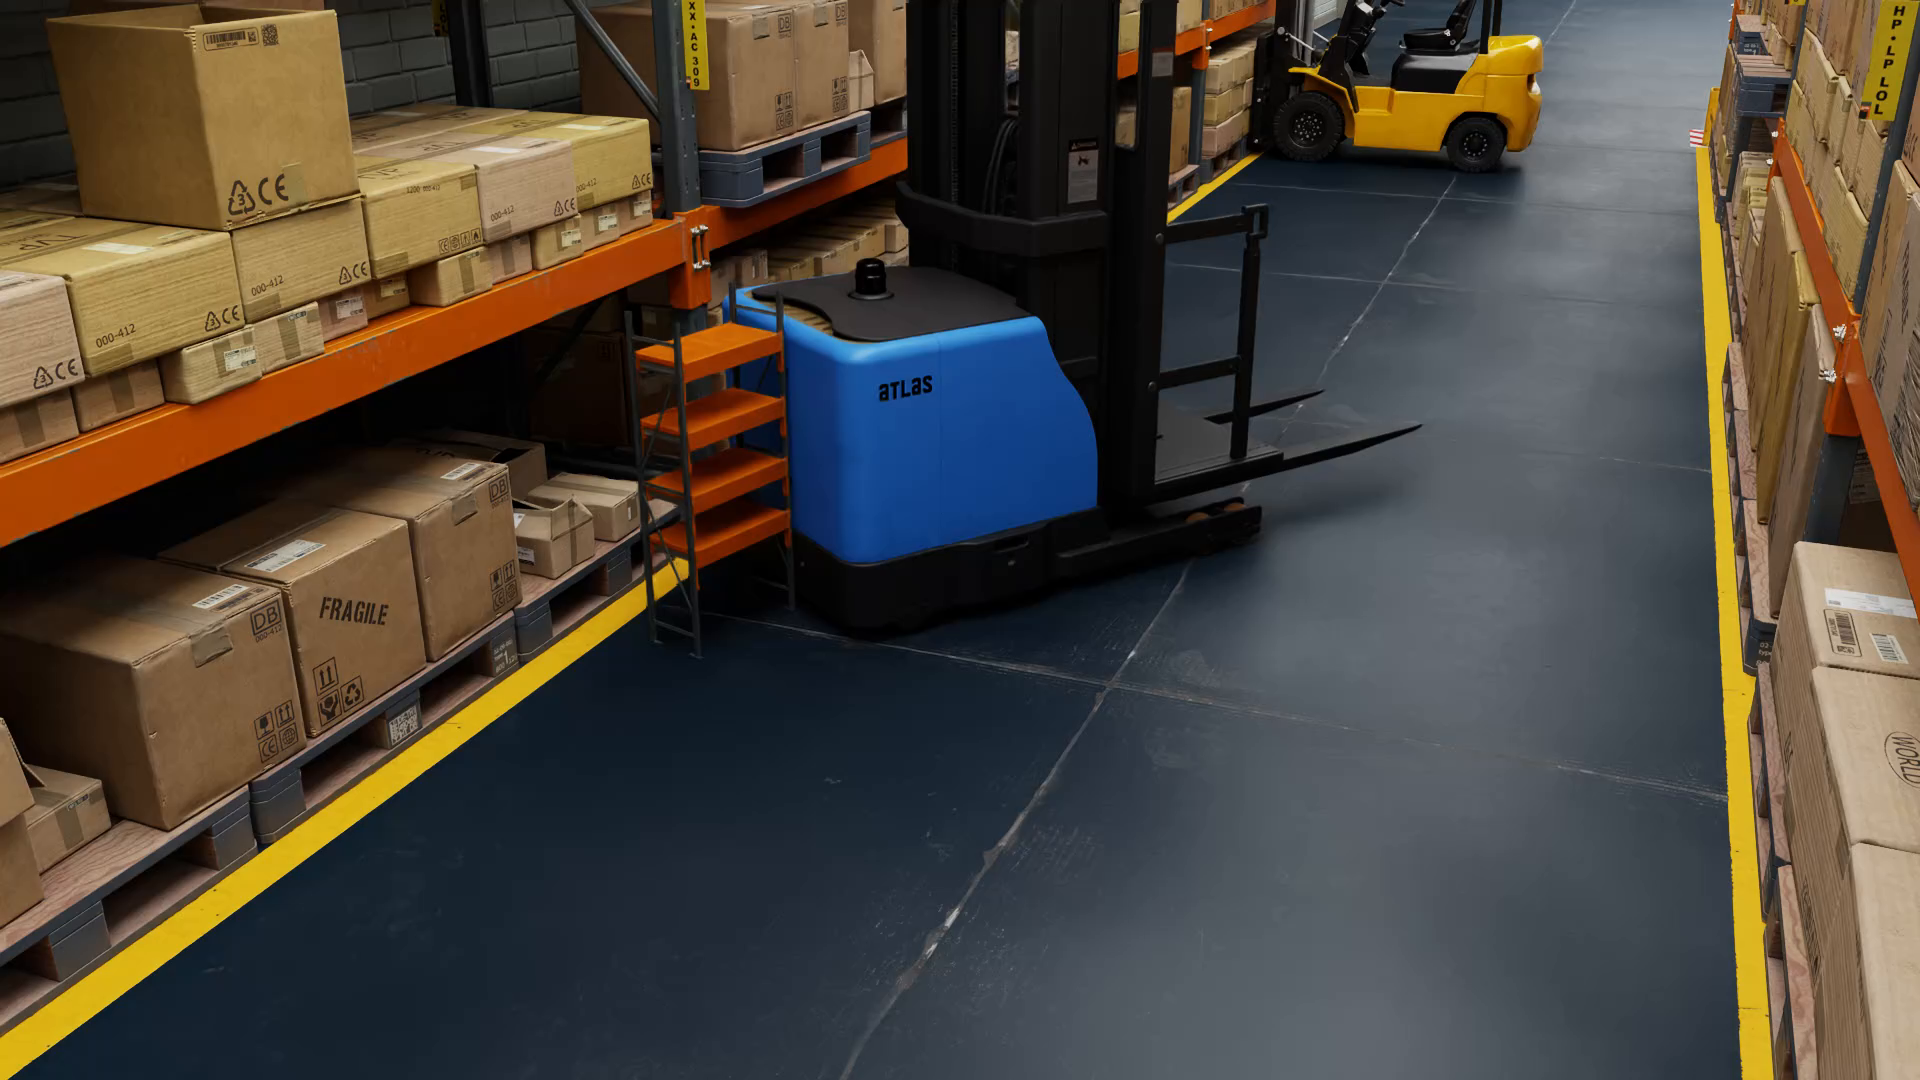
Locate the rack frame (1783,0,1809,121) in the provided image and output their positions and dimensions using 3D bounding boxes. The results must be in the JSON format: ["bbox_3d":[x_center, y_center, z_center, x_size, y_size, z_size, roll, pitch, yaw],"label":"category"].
[{"bbox_3d":[4.619,-2.212,8.154,1.000,3.000,0.127,9,24,20],"label":"rack frame"}]

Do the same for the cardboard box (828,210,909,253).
[{"bbox_3d":[-0.458,-1.578,8.492,0.380,0.149,0.250,8,24,18],"label":"cardboard box"}]

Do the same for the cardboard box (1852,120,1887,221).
[{"bbox_3d":[3.071,-1.135,5.121,0.500,0.250,0.500,9,24,20],"label":"cardboard box"}]

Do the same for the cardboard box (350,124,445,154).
[{"bbox_3d":[-2.091,-1.239,5.633,0.500,0.250,0.500,9,24,20],"label":"cardboard box"}]

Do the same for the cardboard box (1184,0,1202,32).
[{"bbox_3d":[1.550,-4.066,12.787,0.500,0.250,0.500,9,24,21],"label":"cardboard box"}]

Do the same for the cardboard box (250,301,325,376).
[{"bbox_3d":[-1.982,-0.572,4.554,0.380,0.149,0.250,9,24,21],"label":"cardboard box"}]

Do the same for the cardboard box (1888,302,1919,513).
[{"bbox_3d":[2.334,-0.340,3.542,0.500,0.500,0.500,9,24,20],"label":"cardboard box"}]

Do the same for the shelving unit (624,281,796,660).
[{"bbox_3d":[-0.850,-0.244,5.776,0.258,1.200,0.503,16,27,33],"label":"shelving unit"}]

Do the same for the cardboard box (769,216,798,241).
[{"bbox_3d":[-1.044,-1.558,8.445,0.380,0.149,0.250,8,24,18],"label":"cardboard box"}]

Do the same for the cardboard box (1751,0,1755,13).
[{"bbox_3d":[6.224,-4.207,12.414,0.500,0.500,0.500,10,25,22],"label":"cardboard box"}]

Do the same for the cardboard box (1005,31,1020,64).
[{"bbox_3d":[0.121,-2.709,9.125,0.380,0.149,0.250,9,24,21],"label":"cardboard box"}]

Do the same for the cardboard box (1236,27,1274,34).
[{"bbox_3d":[2.915,-4.778,16.021,0.500,0.250,0.500,9,24,21],"label":"cardboard box"}]

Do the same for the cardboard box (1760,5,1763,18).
[{"bbox_3d":[5.606,-3.569,11.183,0.380,0.149,0.250,9,24,21],"label":"cardboard box"}]

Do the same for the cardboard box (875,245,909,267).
[{"bbox_3d":[-0.512,-1.226,8.491,0.500,0.500,0.500,8,24,18],"label":"cardboard box"}]

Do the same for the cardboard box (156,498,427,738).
[{"bbox_3d":[-2.005,0.221,5.029,0.500,0.500,0.500,9,24,21],"label":"cardboard box"}]

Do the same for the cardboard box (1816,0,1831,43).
[{"bbox_3d":[4.033,-2.399,7.175,0.500,0.500,0.500,9,24,20],"label":"cardboard box"}]

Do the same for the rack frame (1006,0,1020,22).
[{"bbox_3d":[0.009,-2.921,9.852,1.000,3.000,0.127,9,24,20],"label":"rack frame"}]

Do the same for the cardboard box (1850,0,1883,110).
[{"bbox_3d":[3.251,-1.670,5.430,0.500,0.500,0.500,9,24,21],"label":"cardboard box"}]

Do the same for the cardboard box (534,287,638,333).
[{"bbox_3d":[-1.608,-1.003,7.115,0.380,0.149,0.250,8,24,18],"label":"cardboard box"}]

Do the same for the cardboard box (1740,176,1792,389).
[{"bbox_3d":[4.285,-1.190,7.919,0.875,0.875,0.875,9,24,20],"label":"cardboard box"}]

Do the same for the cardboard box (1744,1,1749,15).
[{"bbox_3d":[6.500,-4.235,13.323,0.380,0.149,0.250,9,24,21],"label":"cardboard box"}]

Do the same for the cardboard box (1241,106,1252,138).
[{"bbox_3d":[2.333,-3.774,14.915,0.500,0.250,0.500,9,24,21],"label":"cardboard box"}]

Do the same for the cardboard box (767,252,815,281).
[{"bbox_3d":[-0.891,-1.224,7.644,0.380,0.149,0.250,8,24,19],"label":"cardboard box"}]

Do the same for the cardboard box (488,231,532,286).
[{"bbox_3d":[-1.634,-0.941,5.437,0.380,0.149,0.250,9,24,21],"label":"cardboard box"}]

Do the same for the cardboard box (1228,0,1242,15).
[{"bbox_3d":[2.080,-4.709,14.002,0.500,0.500,0.500,9,24,21],"label":"cardboard box"}]

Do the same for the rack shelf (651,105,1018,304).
[{"bbox_3d":[-0.734,-1.874,8.277,1.077,0.370,4.000,9,24,20],"label":"rack shelf"}]

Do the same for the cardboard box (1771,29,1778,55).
[{"bbox_3d":[4.708,-2.733,9.182,0.380,0.149,0.250,8,24,18],"label":"cardboard box"}]

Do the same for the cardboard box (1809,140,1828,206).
[{"bbox_3d":[3.649,-1.454,6.533,0.500,0.250,0.500,9,24,20],"label":"cardboard box"}]

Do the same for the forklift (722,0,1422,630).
[{"bbox_3d":[0.612,-1.450,6.418,3.031,2.935,1.130,-14,27,-30],"label":"forklift"}]

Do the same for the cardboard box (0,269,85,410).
[{"bbox_3d":[-2.357,-0.431,3.698,0.500,0.250,0.500,9,24,21],"label":"cardboard box"}]

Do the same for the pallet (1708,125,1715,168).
[{"bbox_3d":[7.228,-3.475,14.796,1.003,0.211,1.213,9,24,20],"label":"pallet"}]

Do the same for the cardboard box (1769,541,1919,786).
[{"bbox_3d":[2.800,0.417,4.639,0.875,0.438,0.875,8,24,19],"label":"cardboard box"}]

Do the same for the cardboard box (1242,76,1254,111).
[{"bbox_3d":[2.344,-3.996,14.799,0.500,0.250,0.500,9,24,20],"label":"cardboard box"}]

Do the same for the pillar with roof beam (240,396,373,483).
[{"bbox_3d":[1.425,-3.522,3.506,9.100,9.000,0.400,9,24,20],"label":"pillar with roof beam"}]

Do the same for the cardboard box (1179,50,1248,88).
[{"bbox_3d":[2.165,-4.049,14.277,0.500,0.250,0.500,9,24,20],"label":"cardboard box"}]

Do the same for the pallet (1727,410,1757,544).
[{"bbox_3d":[3.801,-0.219,7.000,1.003,0.211,1.213,9,24,20],"label":"pallet"}]

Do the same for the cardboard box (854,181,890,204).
[{"bbox_3d":[-0.616,-1.927,9.329,0.380,0.149,0.250,9,24,21],"label":"cardboard box"}]

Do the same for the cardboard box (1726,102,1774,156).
[{"bbox_3d":[6.075,-3.165,12.484,0.500,0.500,0.500,8,24,19],"label":"cardboard box"}]

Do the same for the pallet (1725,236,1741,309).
[{"bbox_3d":[5.365,-1.640,10.402,1.003,0.211,1.213,9,24,20],"label":"pallet"}]

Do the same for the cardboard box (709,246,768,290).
[{"bbox_3d":[-1.045,-1.157,7.099,0.380,0.149,0.250,8,24,17],"label":"cardboard box"}]

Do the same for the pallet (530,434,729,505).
[{"bbox_3d":[-1.210,-0.500,7.673,1.003,0.211,1.213,9,24,20],"label":"pallet"}]

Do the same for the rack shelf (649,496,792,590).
[{"bbox_3d":[-0.850,0.002,5.879,0.258,0.148,0.480,16,27,33],"label":"rack shelf"}]

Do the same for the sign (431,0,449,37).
[{"bbox_3d":[-1.993,-2.102,6.389,0.100,0.325,0.005,9,24,20],"label":"sign"}]

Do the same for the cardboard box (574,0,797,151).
[{"bbox_3d":[-1.089,-1.871,6.663,0.700,0.500,0.500,9,24,21],"label":"cardboard box"}]

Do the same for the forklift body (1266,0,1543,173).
[{"bbox_3d":[3.970,-4.453,14.620,2.313,2.155,1.214,9,24,20],"label":"forklift body"}]

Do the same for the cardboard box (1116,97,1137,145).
[{"bbox_3d":[1.016,-2.986,12.543,0.875,0.625,0.625,9,24,20],"label":"cardboard box"}]

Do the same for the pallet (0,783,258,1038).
[{"bbox_3d":[-2.639,0.916,4.284,1.003,0.211,1.213,9,24,20],"label":"pallet"}]

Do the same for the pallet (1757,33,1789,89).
[{"bbox_3d":[5.316,-2.838,9.901,1.003,0.211,1.213,9,24,20],"label":"pallet"}]

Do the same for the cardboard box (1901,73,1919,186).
[{"bbox_3d":[2.731,-1.152,4.190,0.500,0.500,0.500,9,24,20],"label":"cardboard box"}]

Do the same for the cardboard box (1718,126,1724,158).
[{"bbox_3d":[6.456,-3.192,13.522,0.500,0.250,0.500,9,24,21],"label":"cardboard box"}]

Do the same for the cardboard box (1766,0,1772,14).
[{"bbox_3d":[5.102,-3.354,9.828,0.500,0.500,0.500,8,24,18],"label":"cardboard box"}]

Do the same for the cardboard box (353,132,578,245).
[{"bbox_3d":[-1.612,-1.159,5.443,0.500,0.250,0.500,9,24,20],"label":"cardboard box"}]

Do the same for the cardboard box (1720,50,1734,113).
[{"bbox_3d":[6.836,-3.901,14.246,0.500,0.500,0.500,8,24,18],"label":"cardboard box"}]

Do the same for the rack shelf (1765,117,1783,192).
[{"bbox_3d":[5.362,-2.596,10.006,1.077,0.370,4.000,9,24,20],"label":"rack shelf"}]

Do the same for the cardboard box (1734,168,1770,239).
[{"bbox_3d":[5.648,-2.179,10.939,0.950,0.372,0.625,10,25,23],"label":"cardboard box"}]

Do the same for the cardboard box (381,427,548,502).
[{"bbox_3d":[-1.942,-0.241,6.378,0.500,0.311,0.500,10,25,22],"label":"cardboard box"}]

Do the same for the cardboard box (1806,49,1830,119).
[{"bbox_3d":[3.812,-1.866,6.872,0.500,0.250,0.500,9,24,20],"label":"cardboard box"}]
